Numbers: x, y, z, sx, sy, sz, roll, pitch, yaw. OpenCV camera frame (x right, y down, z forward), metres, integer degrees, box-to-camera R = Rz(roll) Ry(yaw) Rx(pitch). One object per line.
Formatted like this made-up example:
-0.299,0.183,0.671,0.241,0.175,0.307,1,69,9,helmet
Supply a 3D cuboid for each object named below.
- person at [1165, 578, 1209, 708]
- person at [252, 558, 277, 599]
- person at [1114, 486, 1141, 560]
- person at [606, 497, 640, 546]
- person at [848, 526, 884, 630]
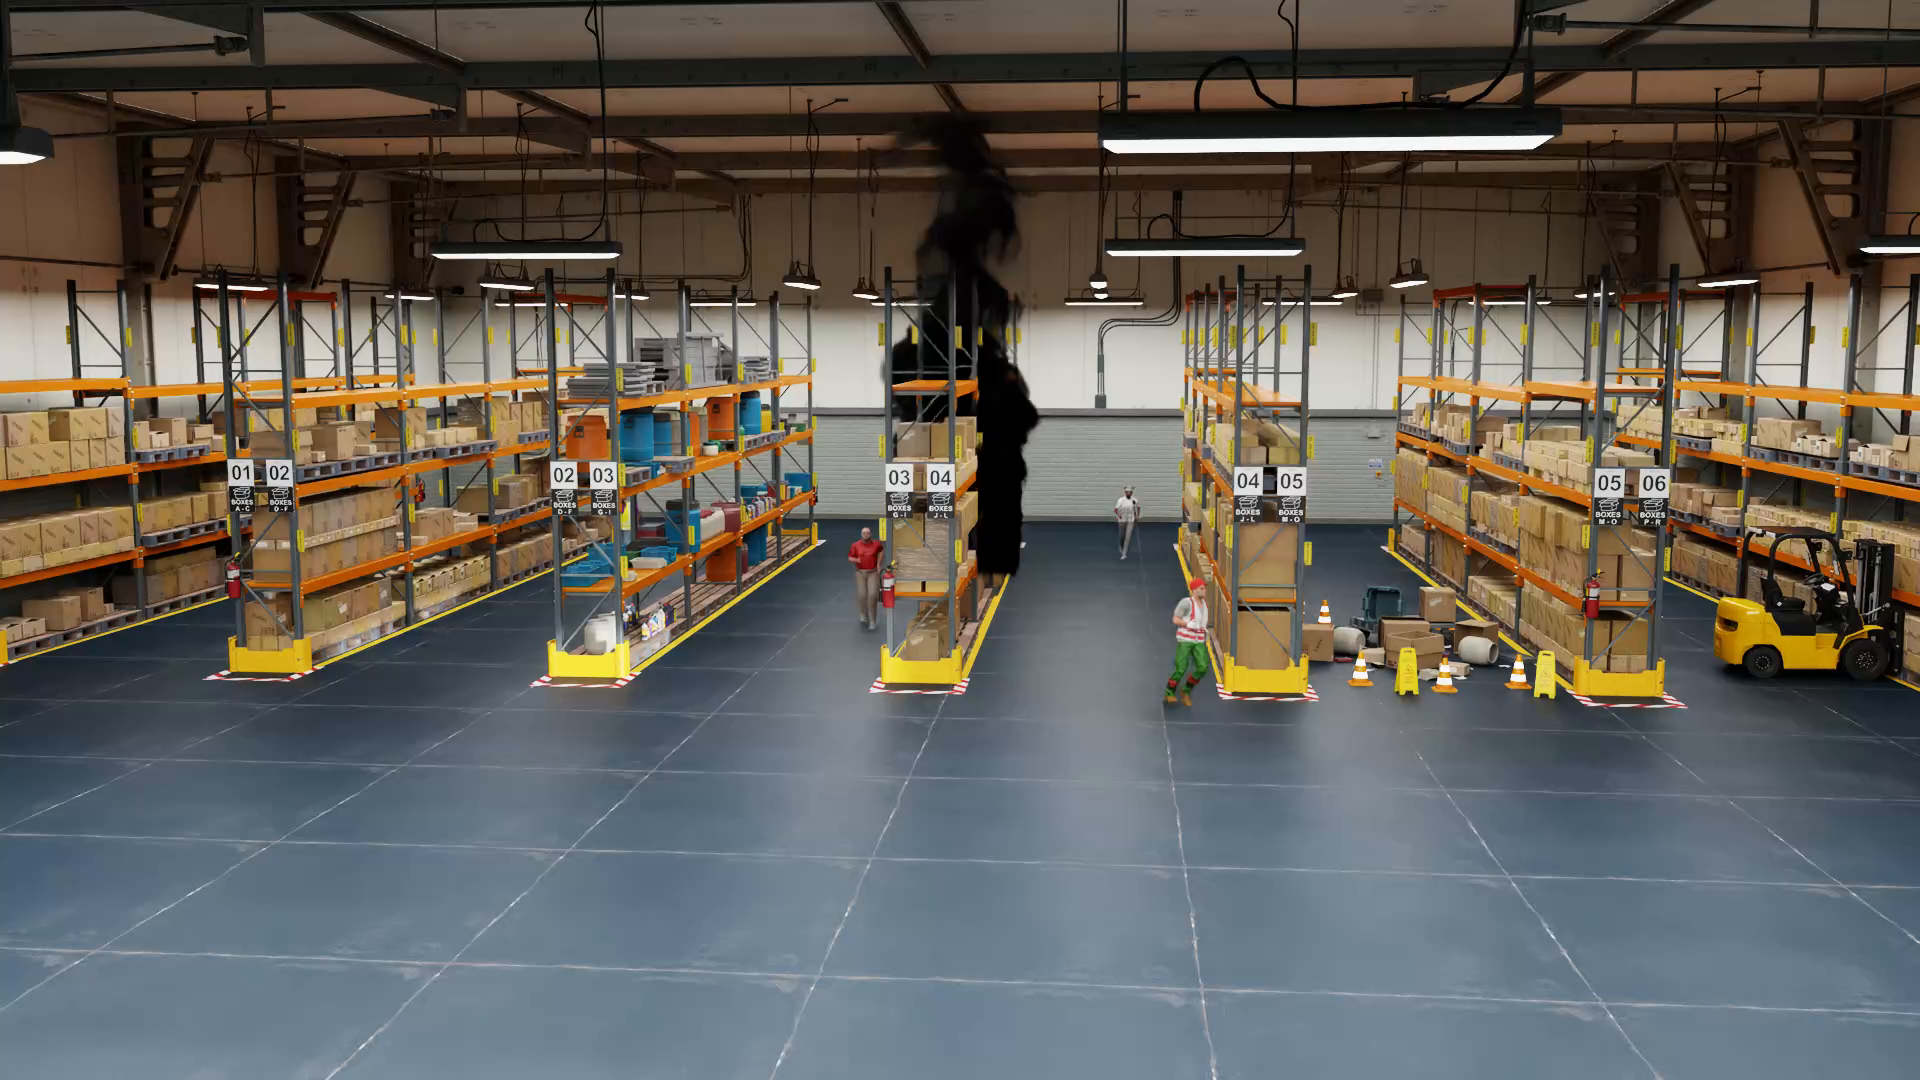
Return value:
3.195,1.399,22.638,0.661,1.760,0.658,-3,8,-24,person
-12.132,0.567,29.309,0.672,1.760,0.993,0,7,-2,person
3.809,-0.416,37.812,0.603,1.671,0.919,1,7,4,person
-7.272,-0.205,35.768,0.705,1.734,0.613,0,7,-3,person
-1.632,0.649,28.896,0.603,1.786,0.866,0,7,0,person
